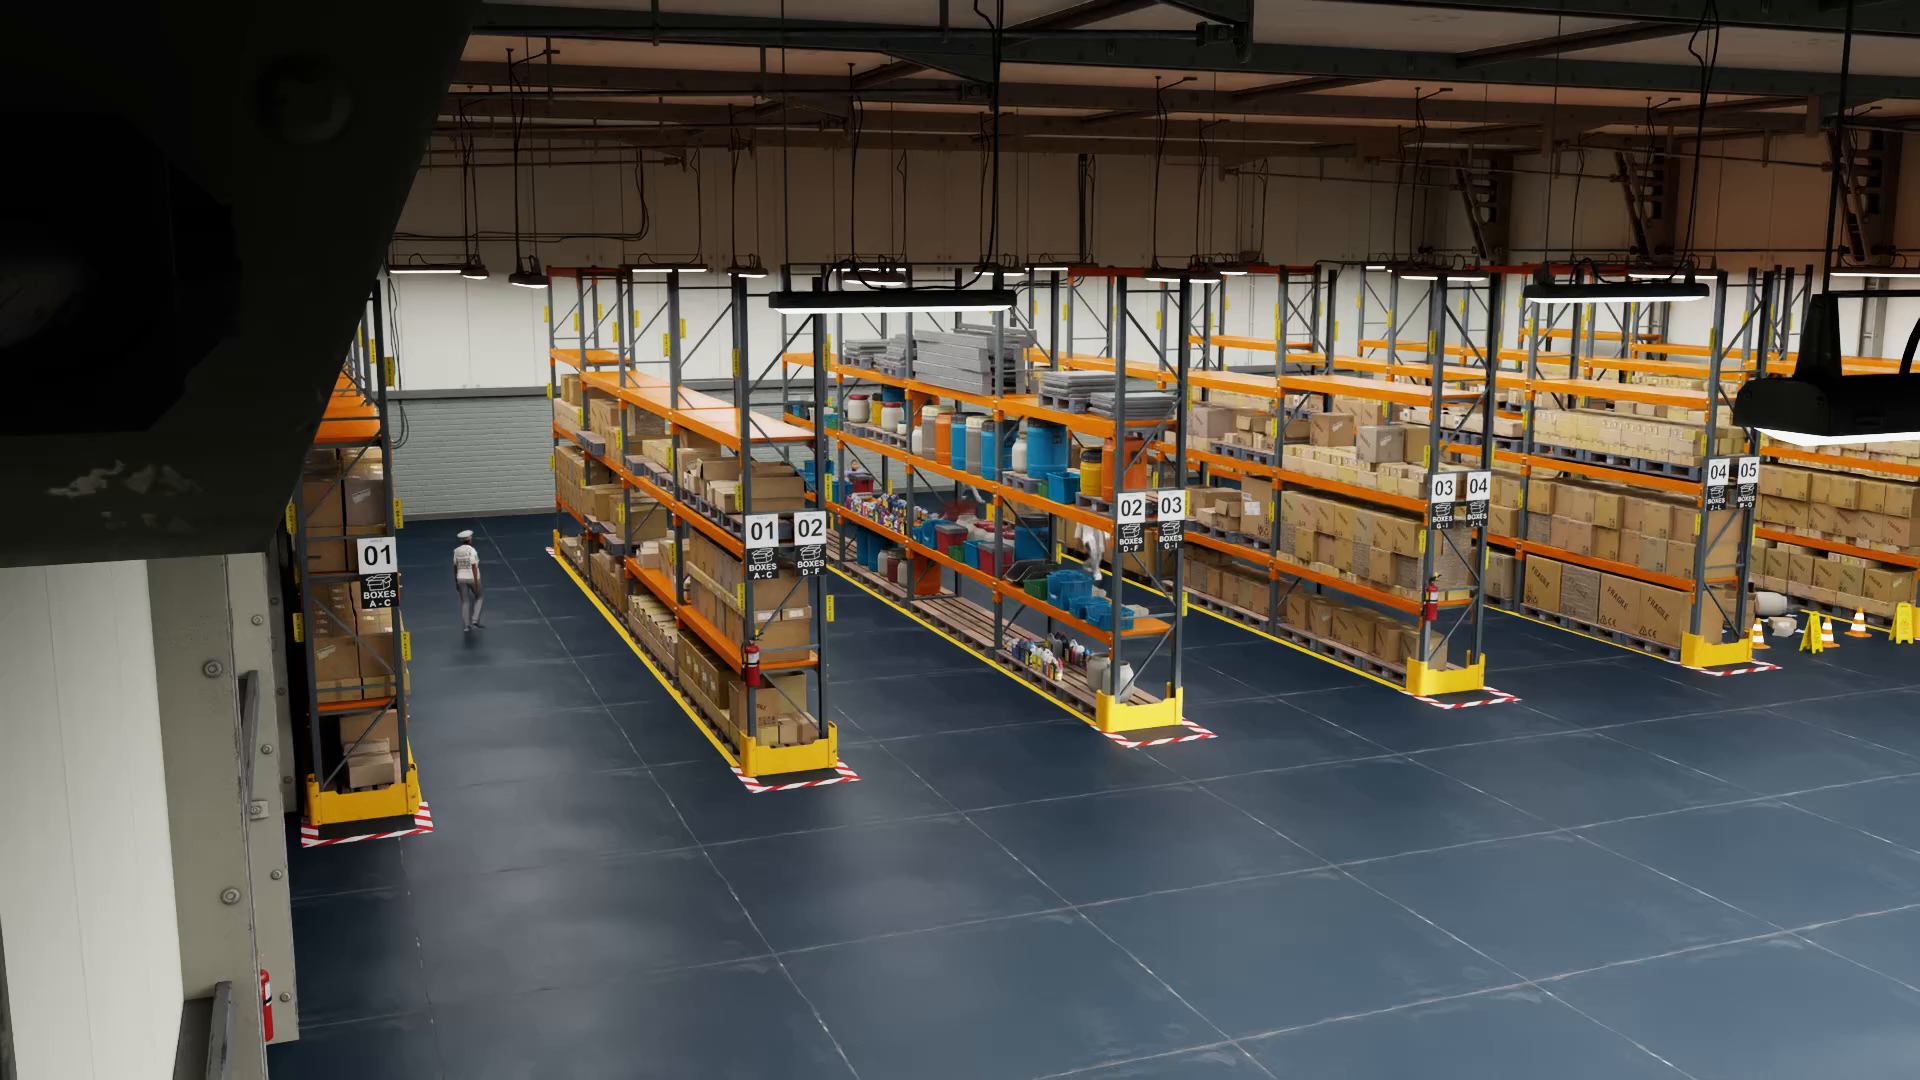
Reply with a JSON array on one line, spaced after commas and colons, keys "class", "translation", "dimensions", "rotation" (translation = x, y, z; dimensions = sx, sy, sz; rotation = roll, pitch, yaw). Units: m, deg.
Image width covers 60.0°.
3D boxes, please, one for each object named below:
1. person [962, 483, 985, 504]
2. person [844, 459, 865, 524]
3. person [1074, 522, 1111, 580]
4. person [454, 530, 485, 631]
[{"class": "person", "translation": [0.307, -1.750, 41.861], "dimensions": [1.069, 1.603, 0.474], "rotation": [9, 13, 41]}, {"class": "person", "translation": [-2.456, -1.120, 38.591], "dimensions": [0.630, 1.554, 0.744], "rotation": [-2, 10, -12]}, {"class": "person", "translation": [2.530, -0.102, 31.157], "dimensions": [0.593, 1.548, 1.125], "rotation": [-5, 11, -25]}, {"class": "person", "translation": [-8.244, 0.687, 27.835], "dimensions": [0.465, 1.661, 0.496], "rotation": [0, 10, -2]}]
